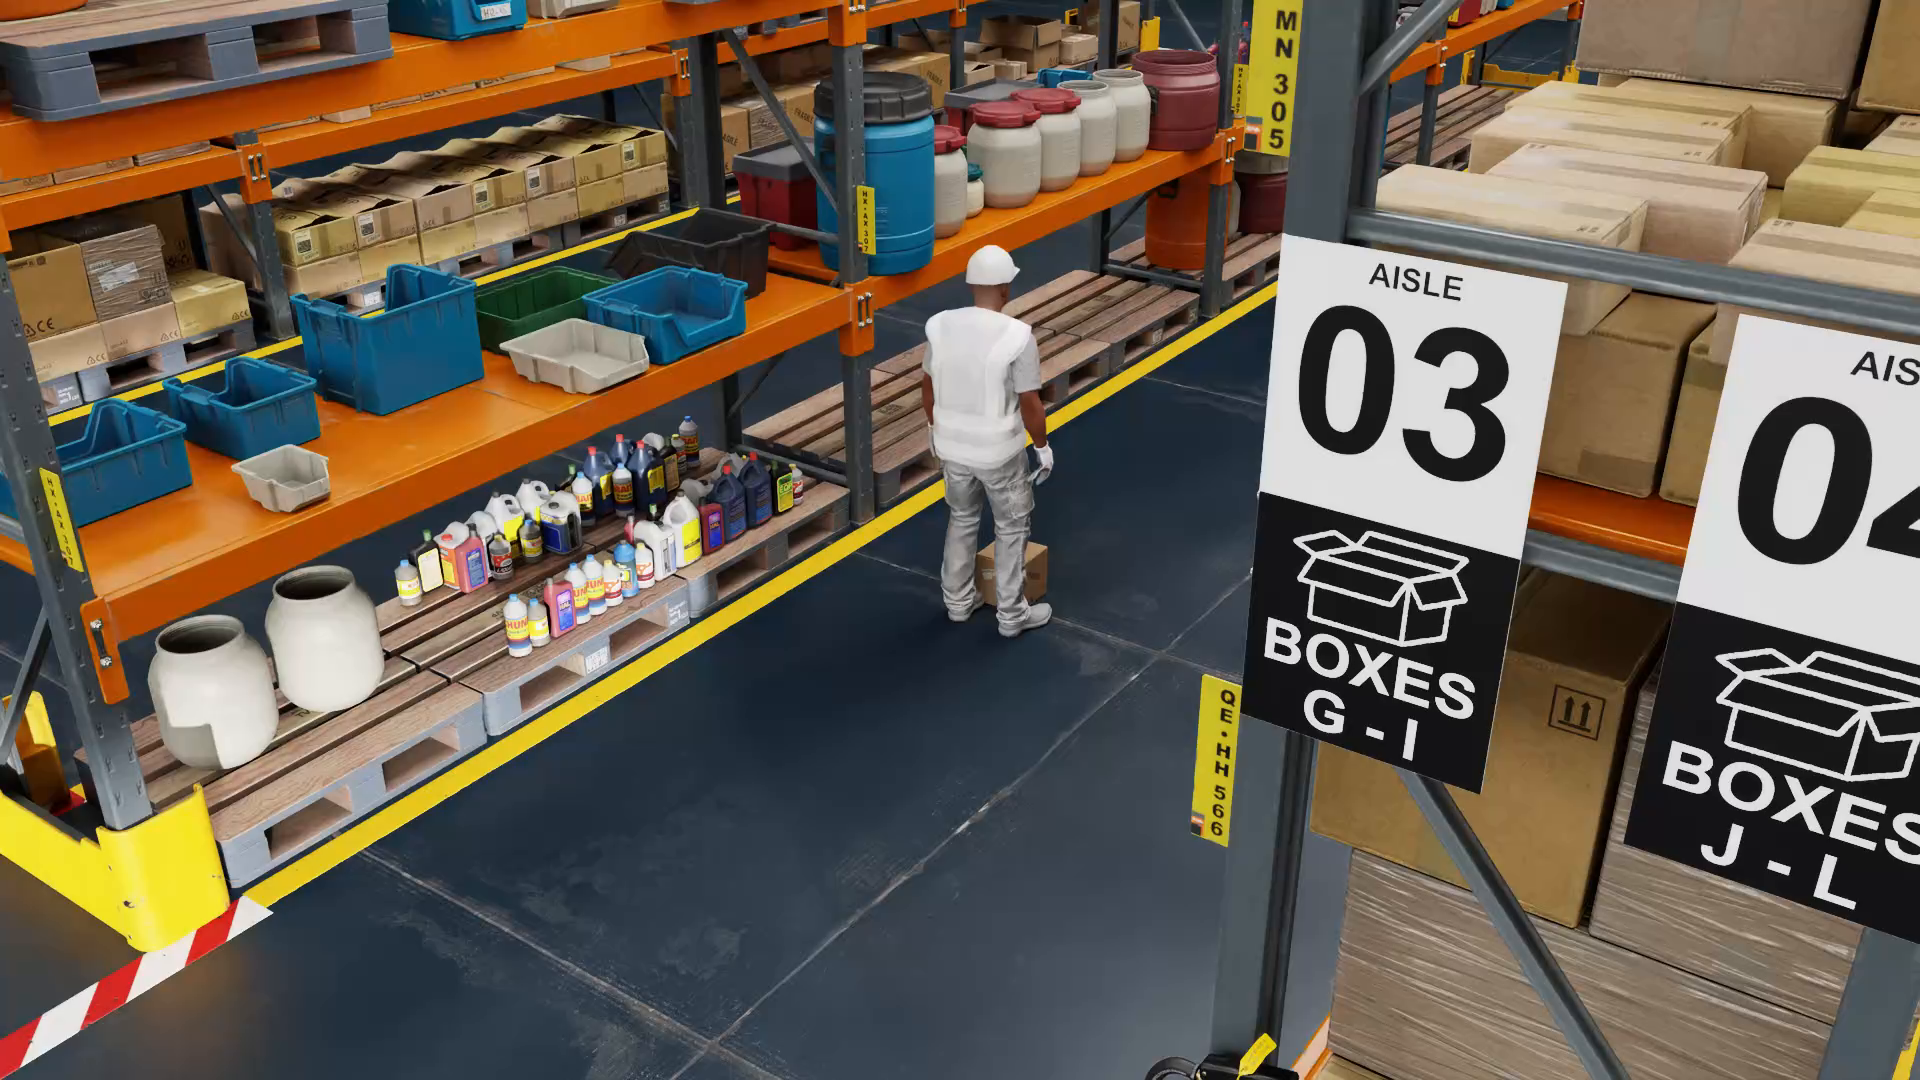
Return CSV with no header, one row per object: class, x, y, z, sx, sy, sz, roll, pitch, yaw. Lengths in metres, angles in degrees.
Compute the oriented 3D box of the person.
person,0.117,-0.435,7.467,0.632,1.776,0.444,16,31,28
